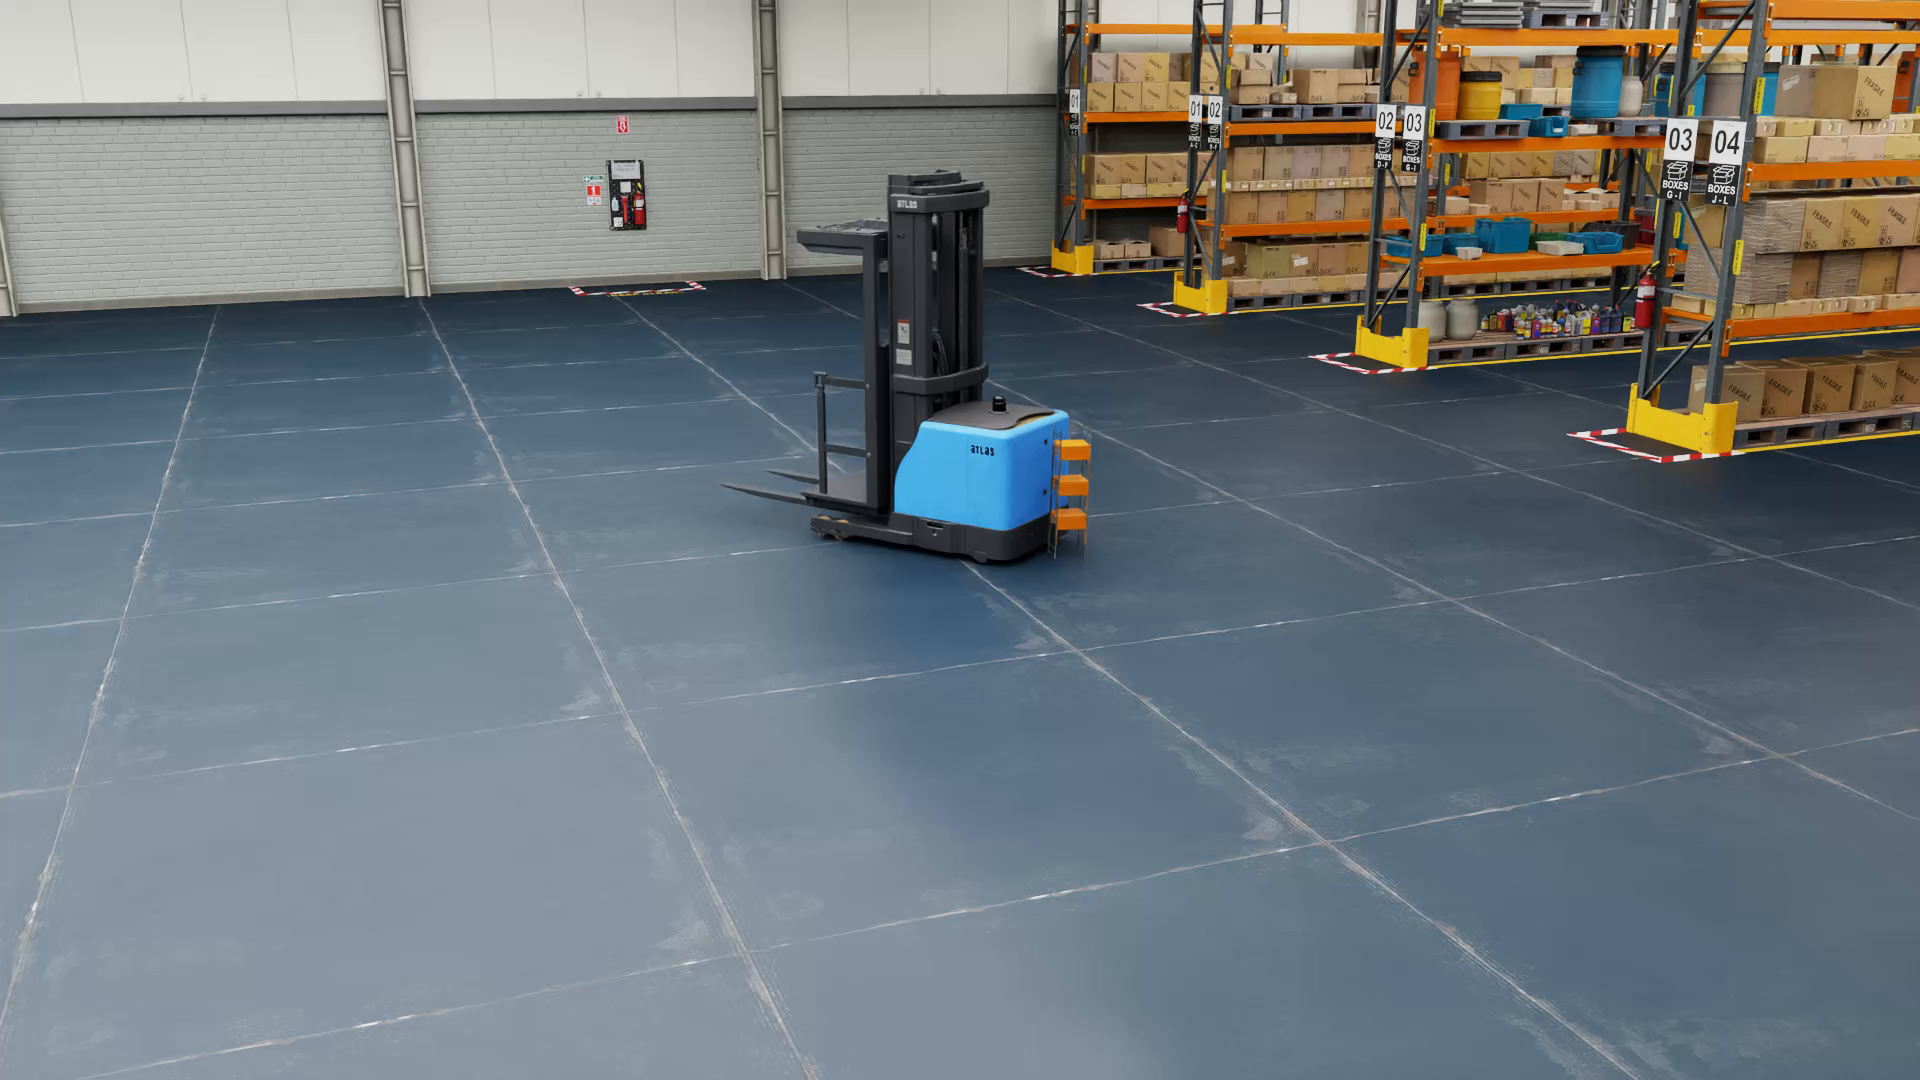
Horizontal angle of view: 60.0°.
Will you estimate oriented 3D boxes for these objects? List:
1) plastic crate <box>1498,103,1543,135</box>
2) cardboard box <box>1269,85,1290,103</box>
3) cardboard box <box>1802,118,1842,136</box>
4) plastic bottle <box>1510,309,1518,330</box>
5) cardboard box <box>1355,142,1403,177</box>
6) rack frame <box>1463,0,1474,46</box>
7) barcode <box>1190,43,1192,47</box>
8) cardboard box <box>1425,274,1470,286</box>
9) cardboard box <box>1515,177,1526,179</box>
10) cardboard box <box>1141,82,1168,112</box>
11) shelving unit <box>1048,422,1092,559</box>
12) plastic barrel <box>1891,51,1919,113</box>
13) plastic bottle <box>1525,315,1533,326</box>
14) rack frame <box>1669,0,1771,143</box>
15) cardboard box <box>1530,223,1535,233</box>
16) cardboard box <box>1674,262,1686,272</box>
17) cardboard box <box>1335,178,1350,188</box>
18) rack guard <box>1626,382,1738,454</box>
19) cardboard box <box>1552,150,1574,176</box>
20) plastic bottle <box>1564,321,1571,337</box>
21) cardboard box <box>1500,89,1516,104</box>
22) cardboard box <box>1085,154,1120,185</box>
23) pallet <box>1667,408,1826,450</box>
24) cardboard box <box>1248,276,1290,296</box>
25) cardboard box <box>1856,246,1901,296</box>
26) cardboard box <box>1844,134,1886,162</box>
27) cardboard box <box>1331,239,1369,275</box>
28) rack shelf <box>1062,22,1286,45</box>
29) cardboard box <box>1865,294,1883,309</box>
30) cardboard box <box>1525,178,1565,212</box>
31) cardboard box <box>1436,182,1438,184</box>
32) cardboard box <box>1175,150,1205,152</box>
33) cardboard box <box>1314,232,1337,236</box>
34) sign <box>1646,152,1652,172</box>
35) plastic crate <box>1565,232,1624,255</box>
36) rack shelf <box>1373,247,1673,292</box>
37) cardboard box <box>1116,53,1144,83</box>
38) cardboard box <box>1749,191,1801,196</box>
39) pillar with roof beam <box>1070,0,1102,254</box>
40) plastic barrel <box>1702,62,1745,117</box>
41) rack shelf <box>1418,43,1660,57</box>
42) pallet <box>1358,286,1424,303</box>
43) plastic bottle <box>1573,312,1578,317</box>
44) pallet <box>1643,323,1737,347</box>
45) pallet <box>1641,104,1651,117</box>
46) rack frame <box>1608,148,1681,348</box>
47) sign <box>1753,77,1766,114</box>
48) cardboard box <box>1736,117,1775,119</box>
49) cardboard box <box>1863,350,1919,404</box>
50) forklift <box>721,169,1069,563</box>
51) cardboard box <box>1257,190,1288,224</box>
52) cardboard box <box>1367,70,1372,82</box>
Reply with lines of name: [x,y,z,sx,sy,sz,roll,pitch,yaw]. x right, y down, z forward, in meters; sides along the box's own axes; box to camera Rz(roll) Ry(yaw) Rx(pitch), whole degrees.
plastic crate: [7.194,-5.456,21.559,0.575,0.384,0.392,-6,17,-20]
cardboard box: [4.733,-6.878,25.645,0.500,0.250,0.500,-6,17,-20]
cardboard box: [8.381,-4.043,16.276,0.250,0.149,0.380,-5,17,-18]
plastic bottle: [7.454,-2.990,22.509,0.135,0.276,0.152,-7,18,-22]
cardboard box: [6.604,-6.033,26.338,0.500,0.500,0.700,-6,17,-20]
rack frame: [9.446,-10.045,31.832,0.127,3.000,1.000,-6,17,-20]
barcode: [4.259,-9.087,30.522,0.075,0.075,0.001,-6,17,-20]
cardboard box: [7.952,-4.318,27.112,0.500,0.250,0.500,-7,18,-21]
cardboard box: [11.028,-7.164,33.082,0.250,0.149,0.380,-6,17,-19]
cardboard box: [3.375,-7.922,29.716,0.500,0.500,0.500,-5,17,-18]
shelving unit: [0.859,-0.387,13.032,0.252,1.050,0.215,-3,18,-13]
plastic barrel: [13.522,-6.463,23.451,0.708,0.830,0.600,-6,17,-20]
plastic bottle: [7.691,-2.944,22.487,0.097,0.201,0.097,0,16,0]
rack frame: [7.293,-5.328,15.772,0.127,3.000,1.000,-6,17,-20]
cardboard box: [11.000,-6.462,33.351,0.750,0.750,0.750,-6,17,-20]
cardboard box: [12.236,-4.900,28.616,0.500,0.500,0.500,-7,18,-22]
cardboard box: [5.877,-5.580,25.948,0.250,0.149,0.380,-6,17,-18]
rack guard: [7.364,-1.258,16.995,0.348,0.500,1.175,-6,17,-20]
cardboard box: [11.895,-7.554,33.259,0.500,0.500,0.500,-6,17,-20]
plastic bottle: [8.023,-2.798,21.987,0.097,0.201,0.097,0,16,0]
cardboard box: [8.578,-7.144,26.800,0.500,0.250,0.500,-8,18,-25]
cardboard box: [2.529,-6.626,29.738,0.500,0.500,0.500,-6,17,-20]
pallet: [8.135,-1.192,17.283,1.213,0.211,1.003,-6,17,-20]
cardboard box: [4.798,-3.986,25.982,0.500,0.250,0.500,-6,17,-20]
cardboard box: [9.194,-2.857,17.298,0.500,0.500,0.875,-6,17,-20]
cardboard box: [8.779,-3.900,16.498,0.500,0.250,0.500,-6,17,-20]
cardboard box: [6.196,-4.499,26.398,0.500,0.500,0.500,-6,17,-20]
rack shelf: [3.843,-9.093,29.874,4.000,0.370,1.077,-6,17,-20]
cardboard box: [9.266,-2.481,17.169,0.250,0.149,0.380,-6,17,-20]
cardboard box: [9.661,-5.738,27.636,0.500,0.500,0.500,-7,18,-23]
cardboard box: [9.659,-7.155,33.051,0.250,0.149,0.380,-6,17,-19]
cardboard box: [4.246,-6.968,30.902,0.500,0.500,0.500,-6,17,-19]
cardboard box: [6.857,-5.918,32.084,0.500,0.500,0.700,-7,18,-21]
sign: [11.424,-6.273,27.581,0.005,0.325,0.100,-6,17,-20]
plastic crate: [8.320,-3.902,21.826,0.616,0.251,0.499,-6,17,-20]
rack shelf: [7.388,-3.609,21.843,4.000,0.370,1.077,-6,17,-20]
cardboard box: [2.909,-8.348,29.392,0.500,0.500,0.500,-6,18,-21]
cardboard box: [8.183,-3.293,17.007,0.500,0.500,0.500,-6,17,-20]
pillar with roof beam: [3.860,-8.403,26.244,0.400,9.000,9.100,-6,17,-20]
plastic barrel: [10.264,-6.010,22.528,0.600,0.901,0.600,0,16,0]
rack shelf: [9.355,-8.003,26.866,4.000,0.370,1.077,-6,17,-20]
pallet: [6.729,-4.053,27.025,1.213,0.211,1.003,-6,17,-20]
plastic bottle: [8.216,-2.896,22.176,0.133,0.283,0.061,-6,17,-20]
pallet: [9.975,-2.908,23.125,1.213,0.211,1.003,-6,17,-20]
pallet: [10.620,-7.120,27.531,1.003,0.211,1.213,-5,17,-18]
rack frame: [9.256,-4.156,22.428,0.127,3.000,1.000,-6,17,-20]
sign: [7.487,-4.166,15.585,0.005,0.325,0.100,-6,17,-20]
cardboard box: [7.942,-4.170,16.711,0.250,0.149,0.380,-7,18,-22]
cardboard box: [10.108,-1.766,17.978,0.500,0.500,0.500,-1,16,-2]
forklift: [-0.626,-1.522,13.581,3.031,2.935,1.130,10,19,31]
cardboard box: [4.681,-5.202,25.813,0.500,0.500,0.700,-6,17,-19]
cardboard box: [7.402,-8.610,31.348,0.500,0.500,0.500,-7,18,-22]
